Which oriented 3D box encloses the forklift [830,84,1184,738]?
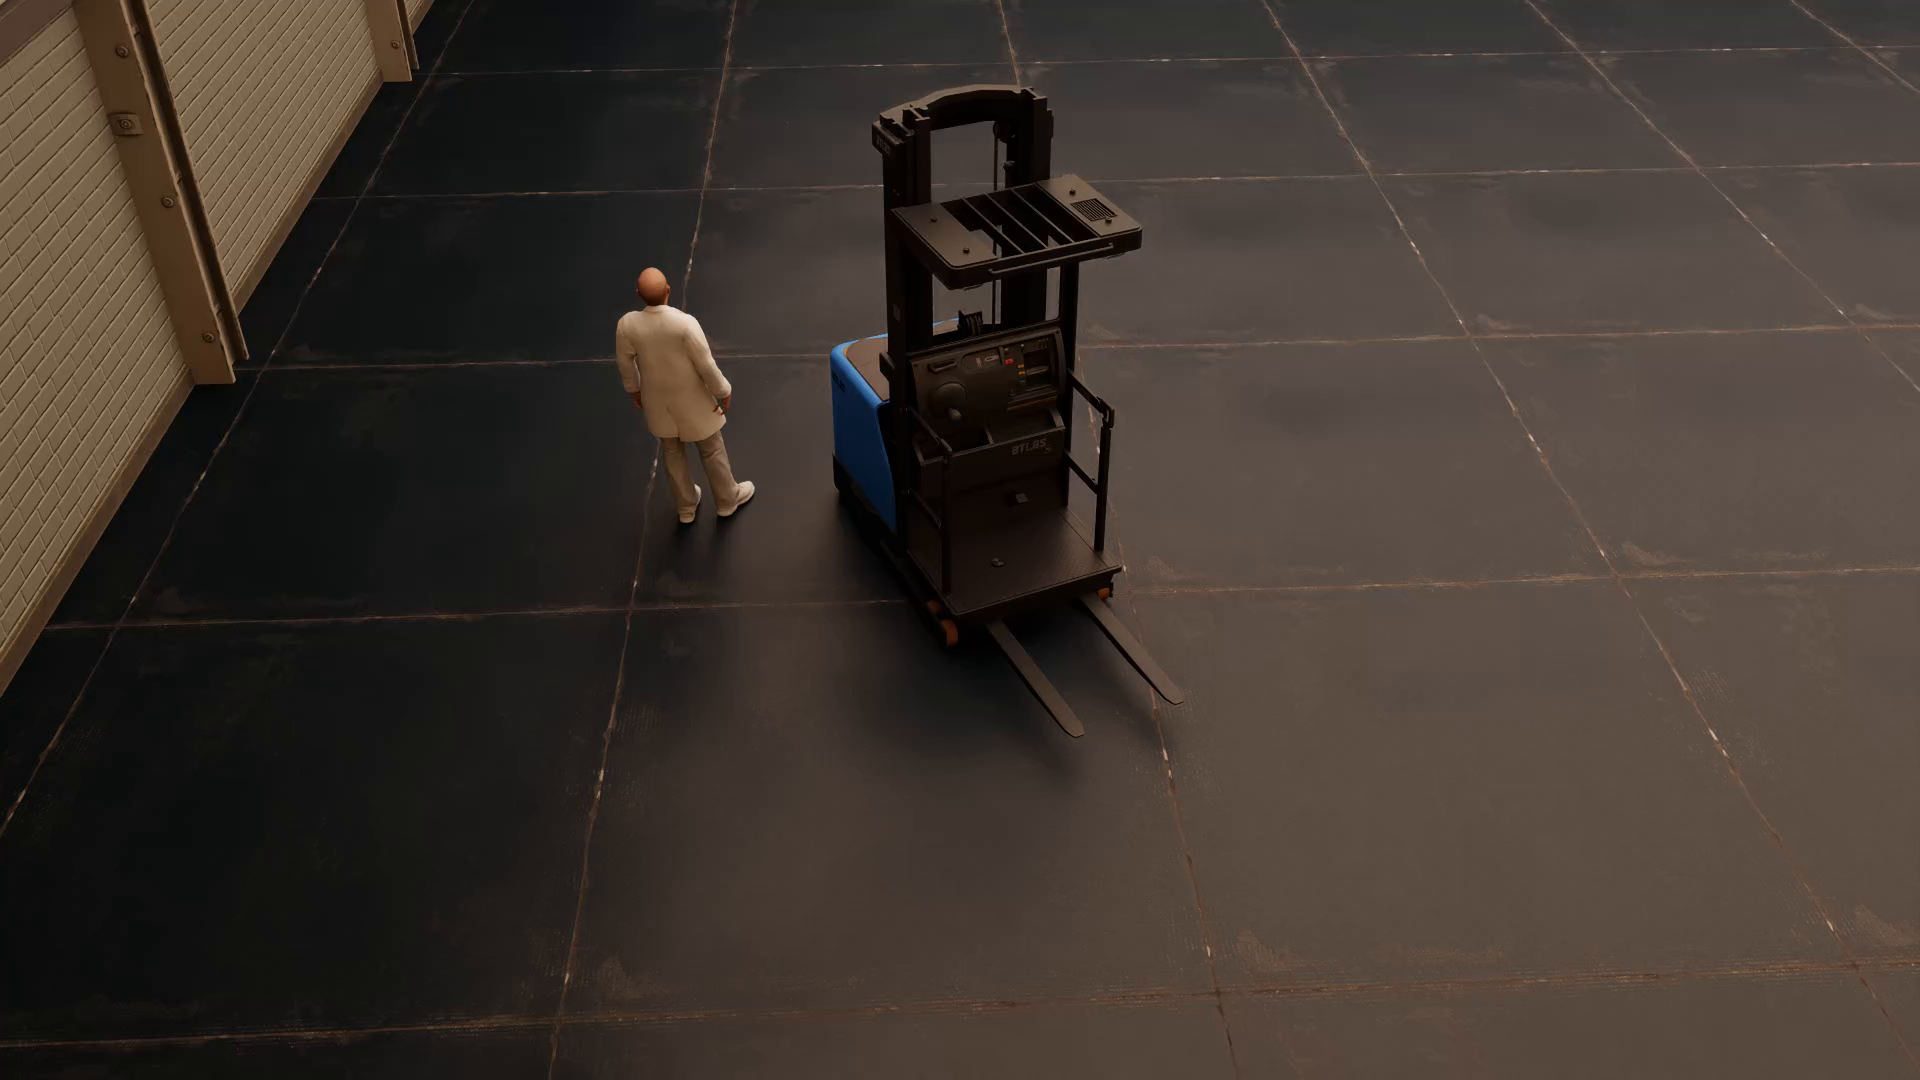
[{"bbox_3d":[0.258,-0.860,9.192,1.130,2.935,3.031,-15,39,-20],"label":"forklift"}]

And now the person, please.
[{"bbox_3d":[-1.714,-0.929,10.253,0.698,1.779,0.578,7,37,10],"label":"person"}]
